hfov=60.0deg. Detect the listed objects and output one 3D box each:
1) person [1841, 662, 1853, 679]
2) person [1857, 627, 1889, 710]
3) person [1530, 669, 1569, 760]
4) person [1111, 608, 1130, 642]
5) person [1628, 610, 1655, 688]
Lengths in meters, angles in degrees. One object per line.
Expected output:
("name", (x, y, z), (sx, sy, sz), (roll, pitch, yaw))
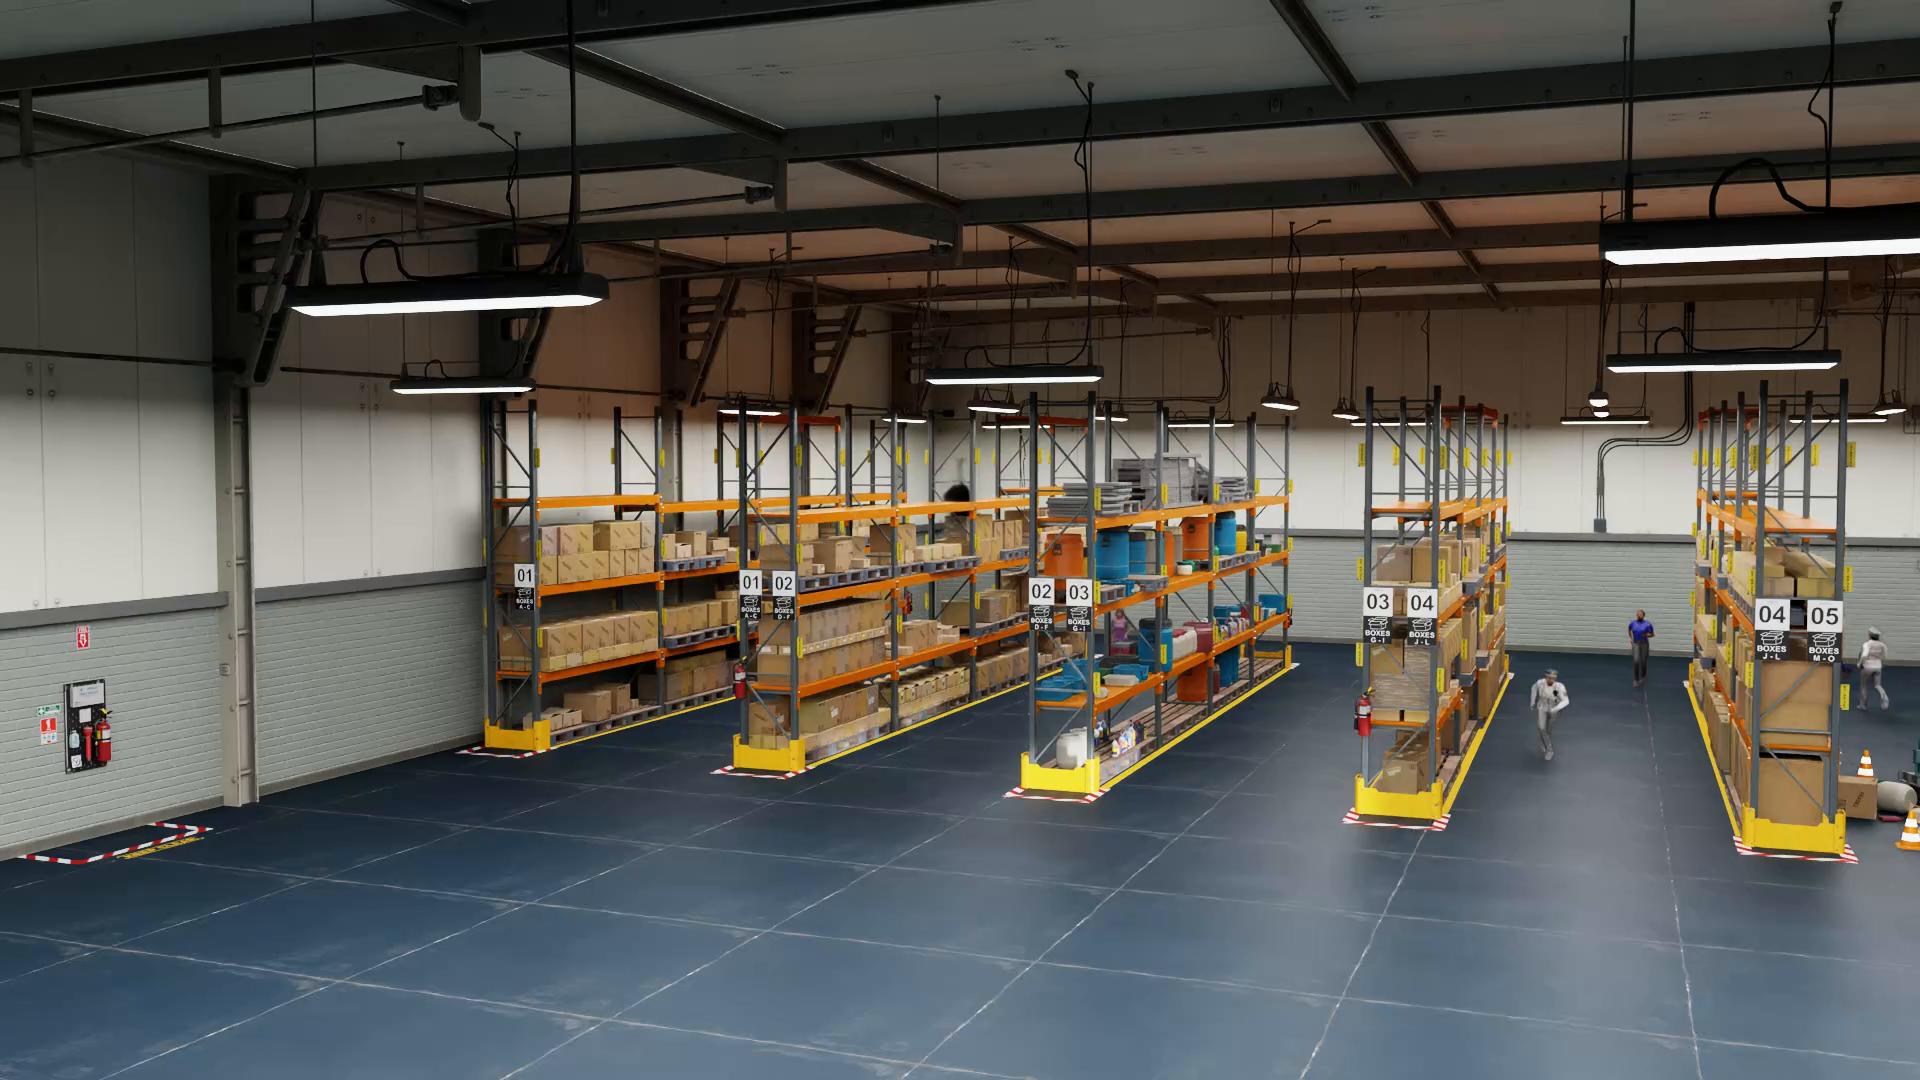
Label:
("person", (19.439, 2.356, 37.079), (0.848, 1.613, 0.612), (1, 3, 12))
("person", (17.965, 2.542, 32.726), (0.607, 1.665, 0.870), (0, 3, 2))
("person", (9.831, 2.865, 27.741), (0.609, 1.509, 0.990), (1, 3, 19))
("person", (3.665, 2.335, 38.477), (0.546, 1.543, 0.624), (0, 3, 9))
("person", (14.943, 2.377, 36.497), (0.556, 1.683, 0.752), (1, 3, 25))
